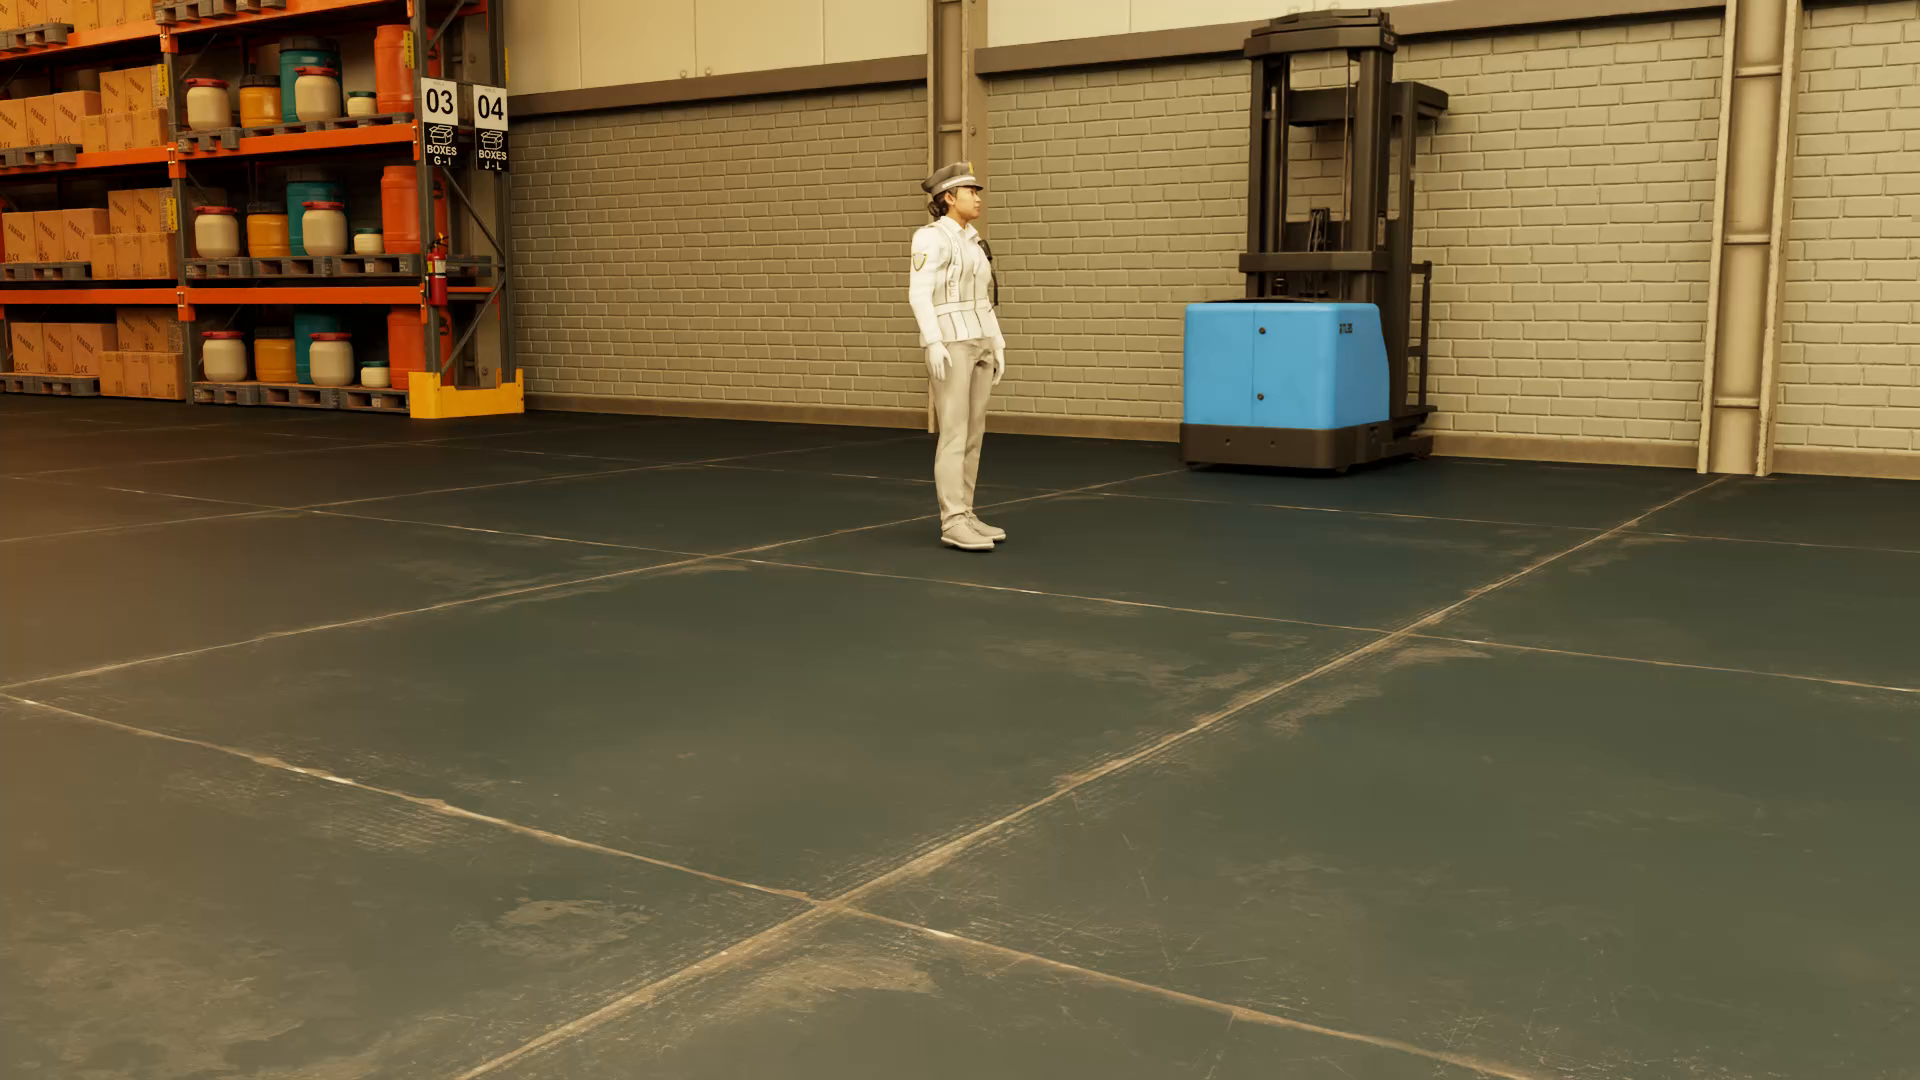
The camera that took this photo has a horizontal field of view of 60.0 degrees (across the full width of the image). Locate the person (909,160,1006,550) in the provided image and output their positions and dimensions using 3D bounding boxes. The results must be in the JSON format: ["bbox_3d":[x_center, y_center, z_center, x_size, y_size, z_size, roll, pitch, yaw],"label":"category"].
[{"bbox_3d":[0.053,-0.840,7.440,0.531,1.695,0.588,5,10,34],"label":"person"}]

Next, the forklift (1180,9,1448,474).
[{"bbox_3d":[2.647,-2.025,11.434,1.130,2.935,3.031,5,10,33],"label":"forklift"}]
